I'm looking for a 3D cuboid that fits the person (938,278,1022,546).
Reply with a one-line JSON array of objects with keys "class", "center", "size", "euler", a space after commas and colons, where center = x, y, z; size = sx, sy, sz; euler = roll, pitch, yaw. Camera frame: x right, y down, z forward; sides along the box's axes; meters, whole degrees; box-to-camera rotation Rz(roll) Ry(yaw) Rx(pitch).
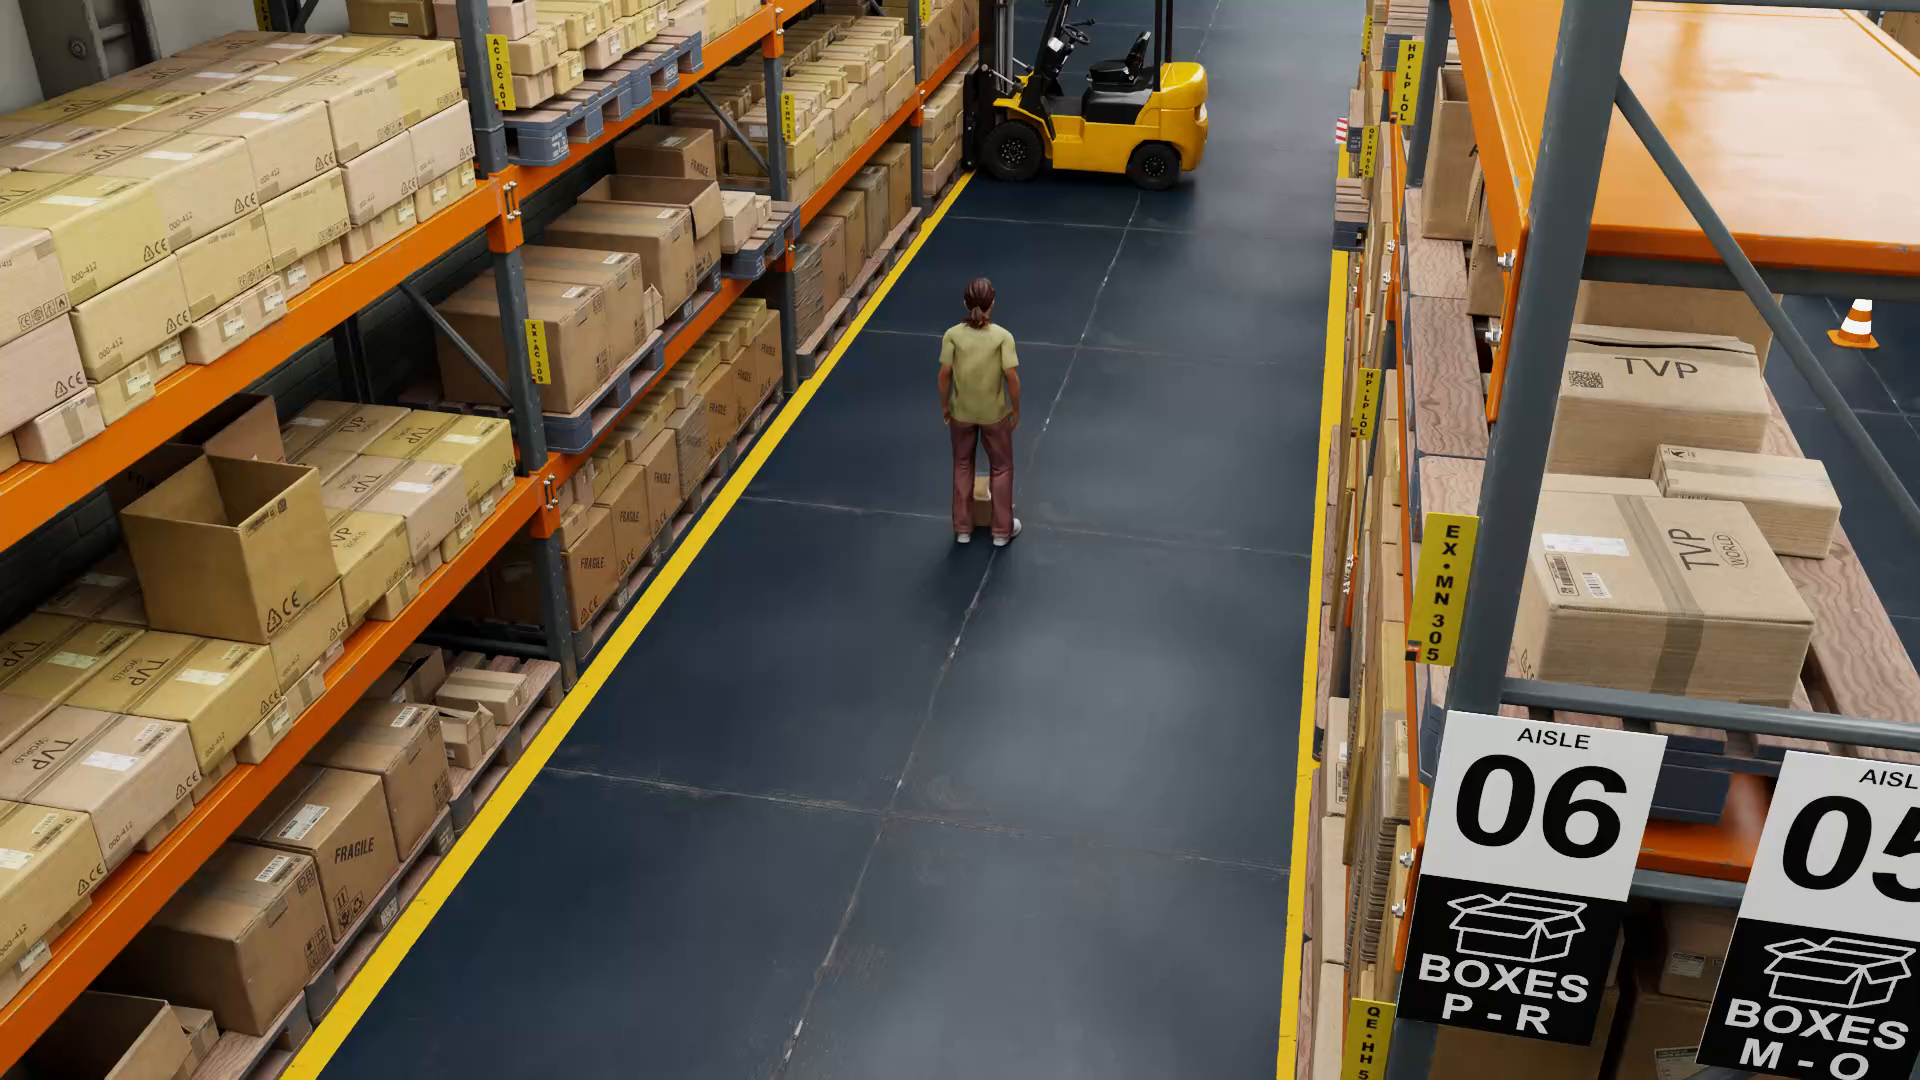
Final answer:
[{"class": "person", "center": [0.121, -0.758, 9.986], "size": [0.493, 1.673, 0.359], "euler": [5, 29, 9]}]
